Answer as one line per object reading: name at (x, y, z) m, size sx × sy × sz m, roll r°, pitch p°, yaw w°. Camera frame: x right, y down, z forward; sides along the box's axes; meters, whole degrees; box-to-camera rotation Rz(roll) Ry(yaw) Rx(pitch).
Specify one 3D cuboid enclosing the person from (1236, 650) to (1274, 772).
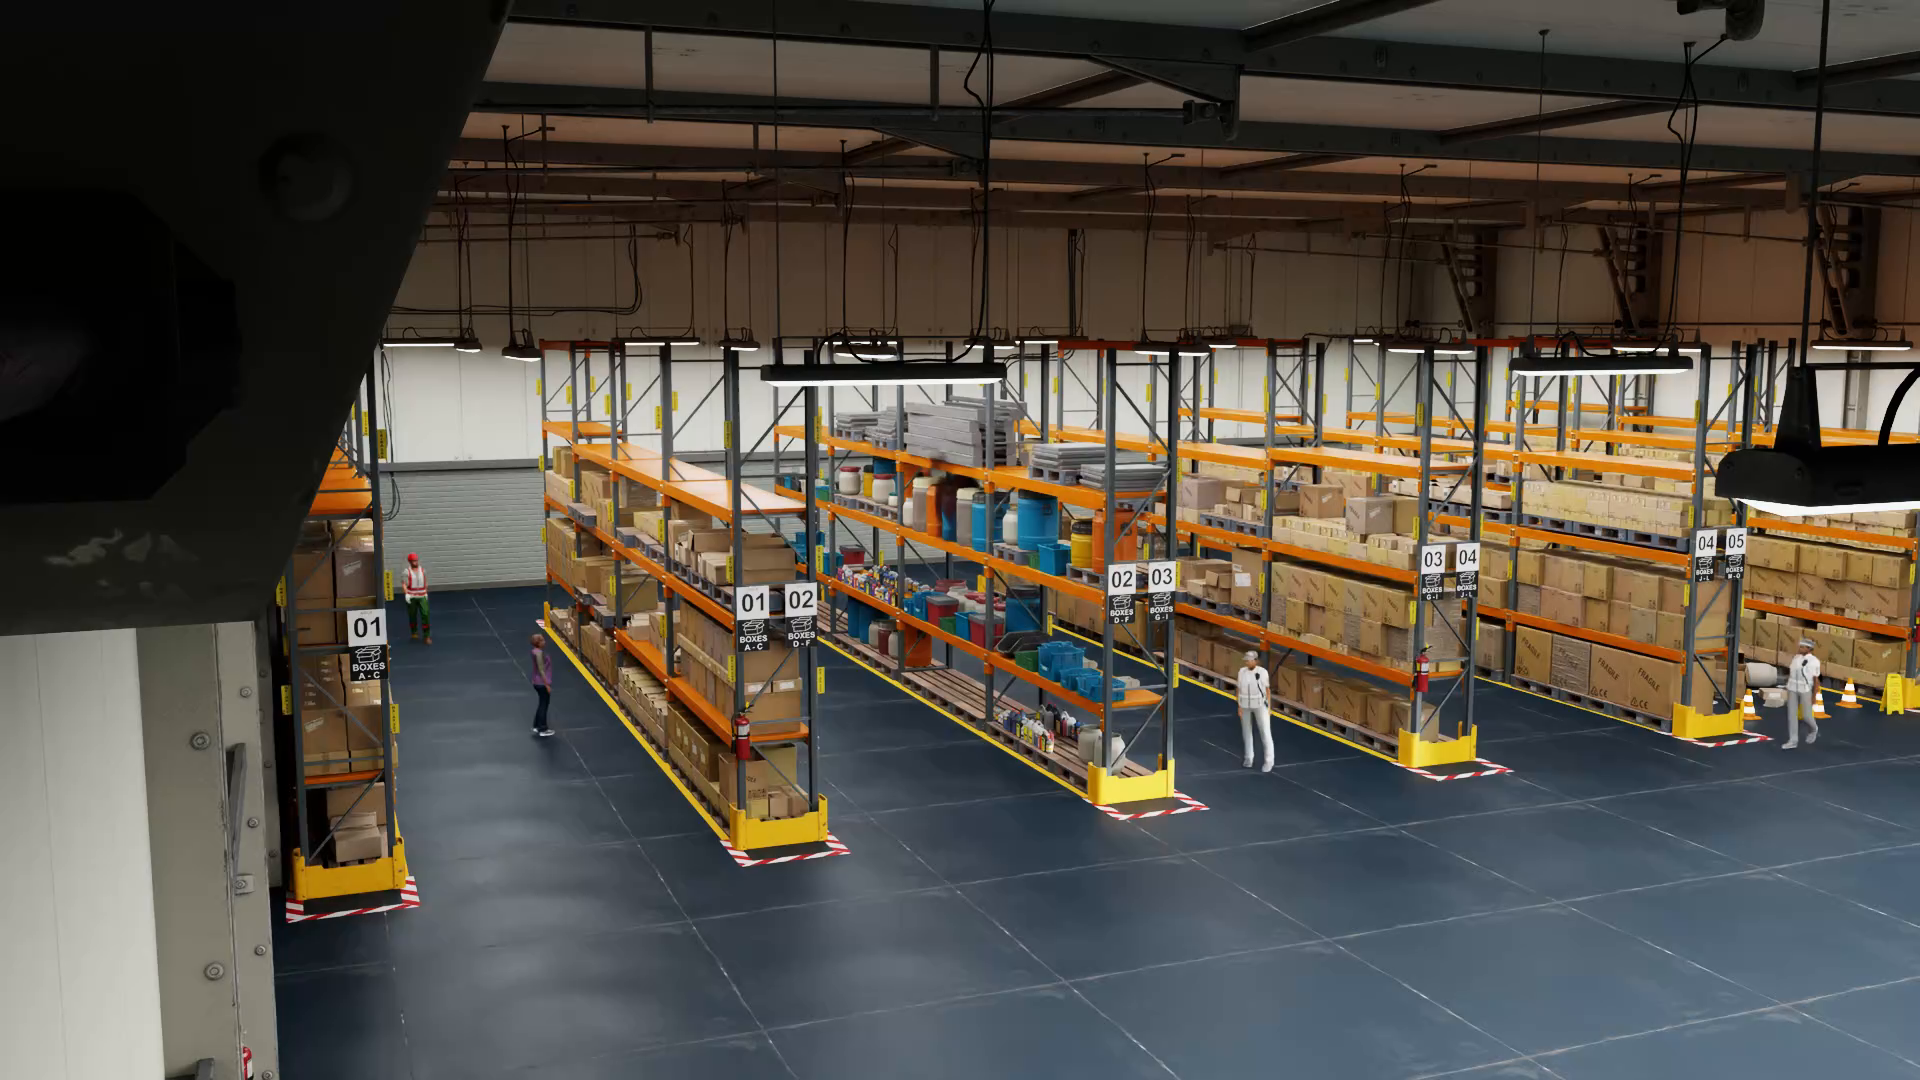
person at (4.220, 2.424, 23.813) m, size 0.589 × 1.684 × 0.451 m, roll 4°, pitch 8°, yaw 26°

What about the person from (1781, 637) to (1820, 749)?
person at (12.579, 2.270, 24.805) m, size 0.455 × 1.678 × 0.594 m, roll 7°, pitch 10°, yaw 45°

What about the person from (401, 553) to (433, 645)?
person at (-10.798, 1.154, 32.997) m, size 0.513 × 1.778 × 0.867 m, roll -4°, pitch 8°, yaw -25°

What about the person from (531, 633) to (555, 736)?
person at (-6.419, 2.222, 25.576) m, size 0.317 × 1.611 × 0.460 m, roll -5°, pitch 9°, yaw -33°
